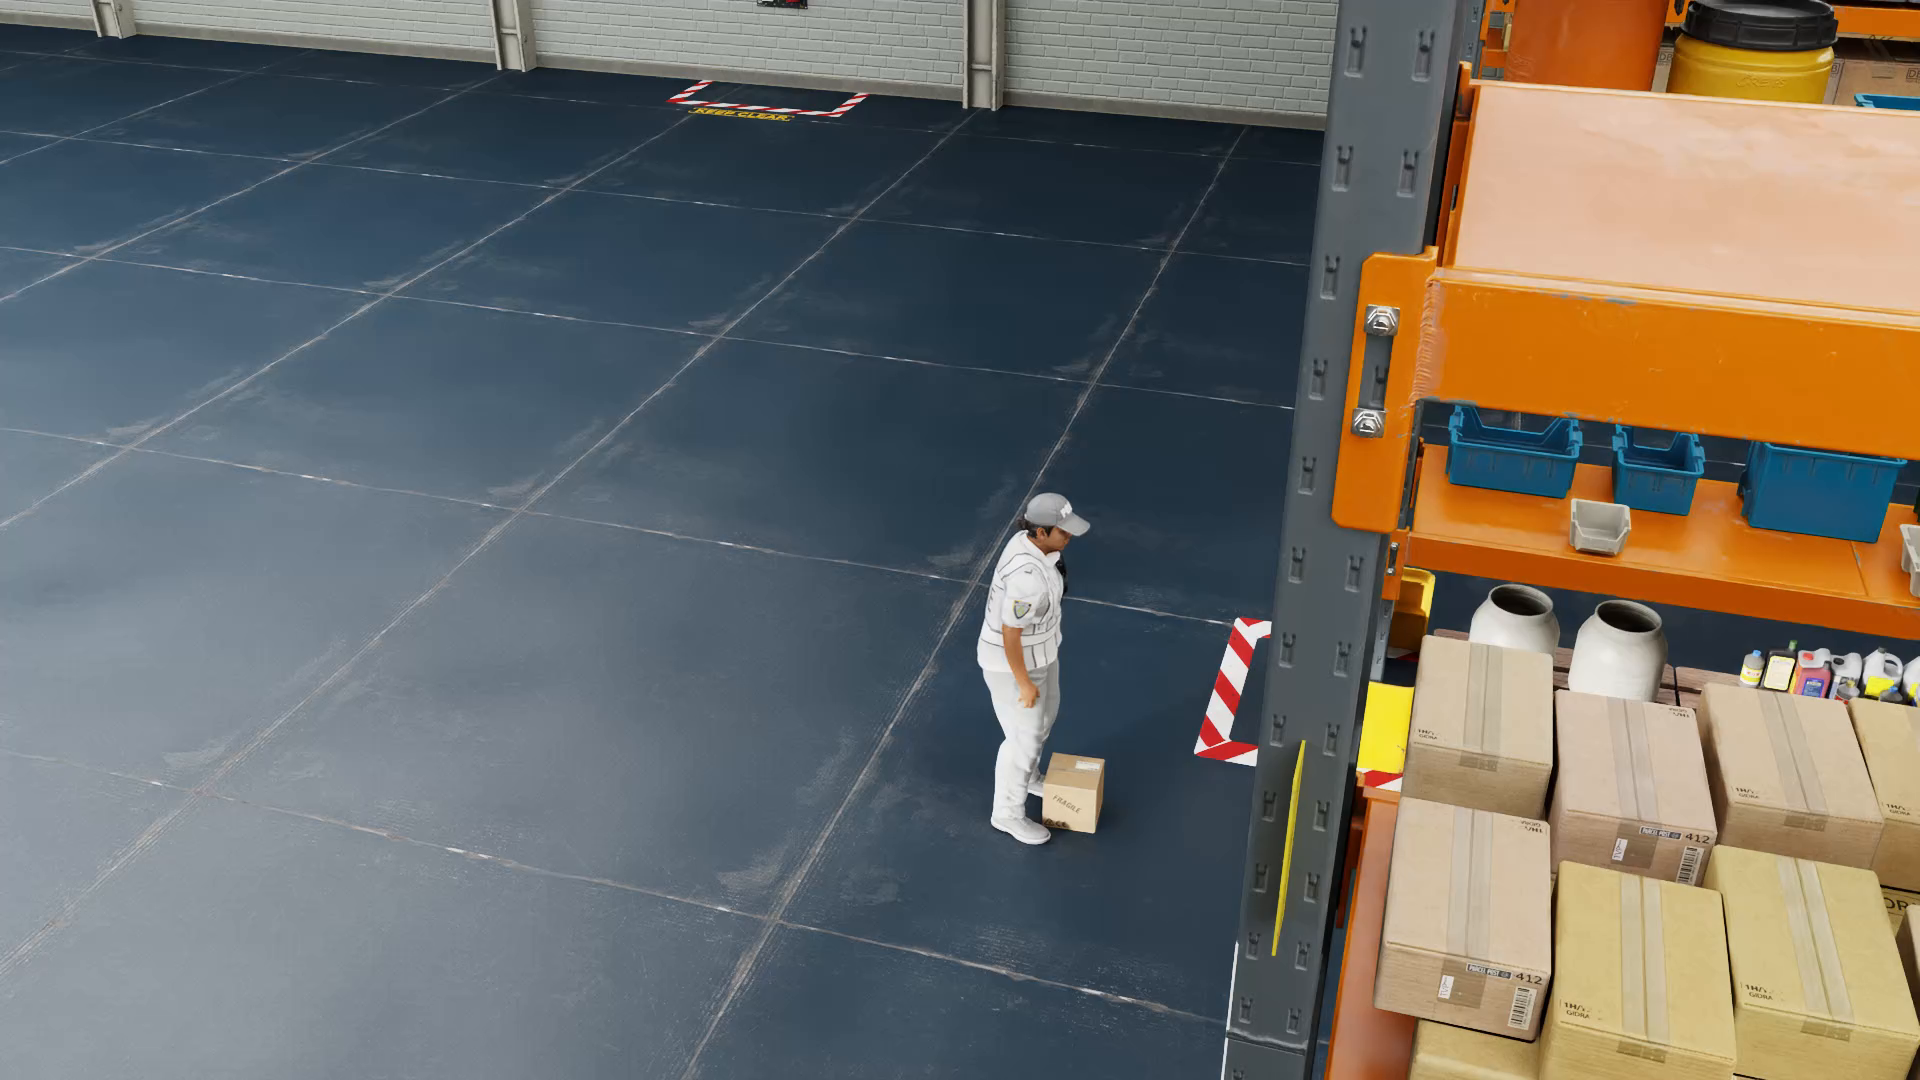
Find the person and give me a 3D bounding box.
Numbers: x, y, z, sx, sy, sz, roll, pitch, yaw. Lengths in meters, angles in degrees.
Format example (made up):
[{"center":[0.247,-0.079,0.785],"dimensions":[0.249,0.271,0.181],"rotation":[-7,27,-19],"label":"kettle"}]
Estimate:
[{"center":[0.326,0.542,7.530],"dimensions":[0.467,1.667,0.559],"rotation":[8,30,13],"label":"person"}]
